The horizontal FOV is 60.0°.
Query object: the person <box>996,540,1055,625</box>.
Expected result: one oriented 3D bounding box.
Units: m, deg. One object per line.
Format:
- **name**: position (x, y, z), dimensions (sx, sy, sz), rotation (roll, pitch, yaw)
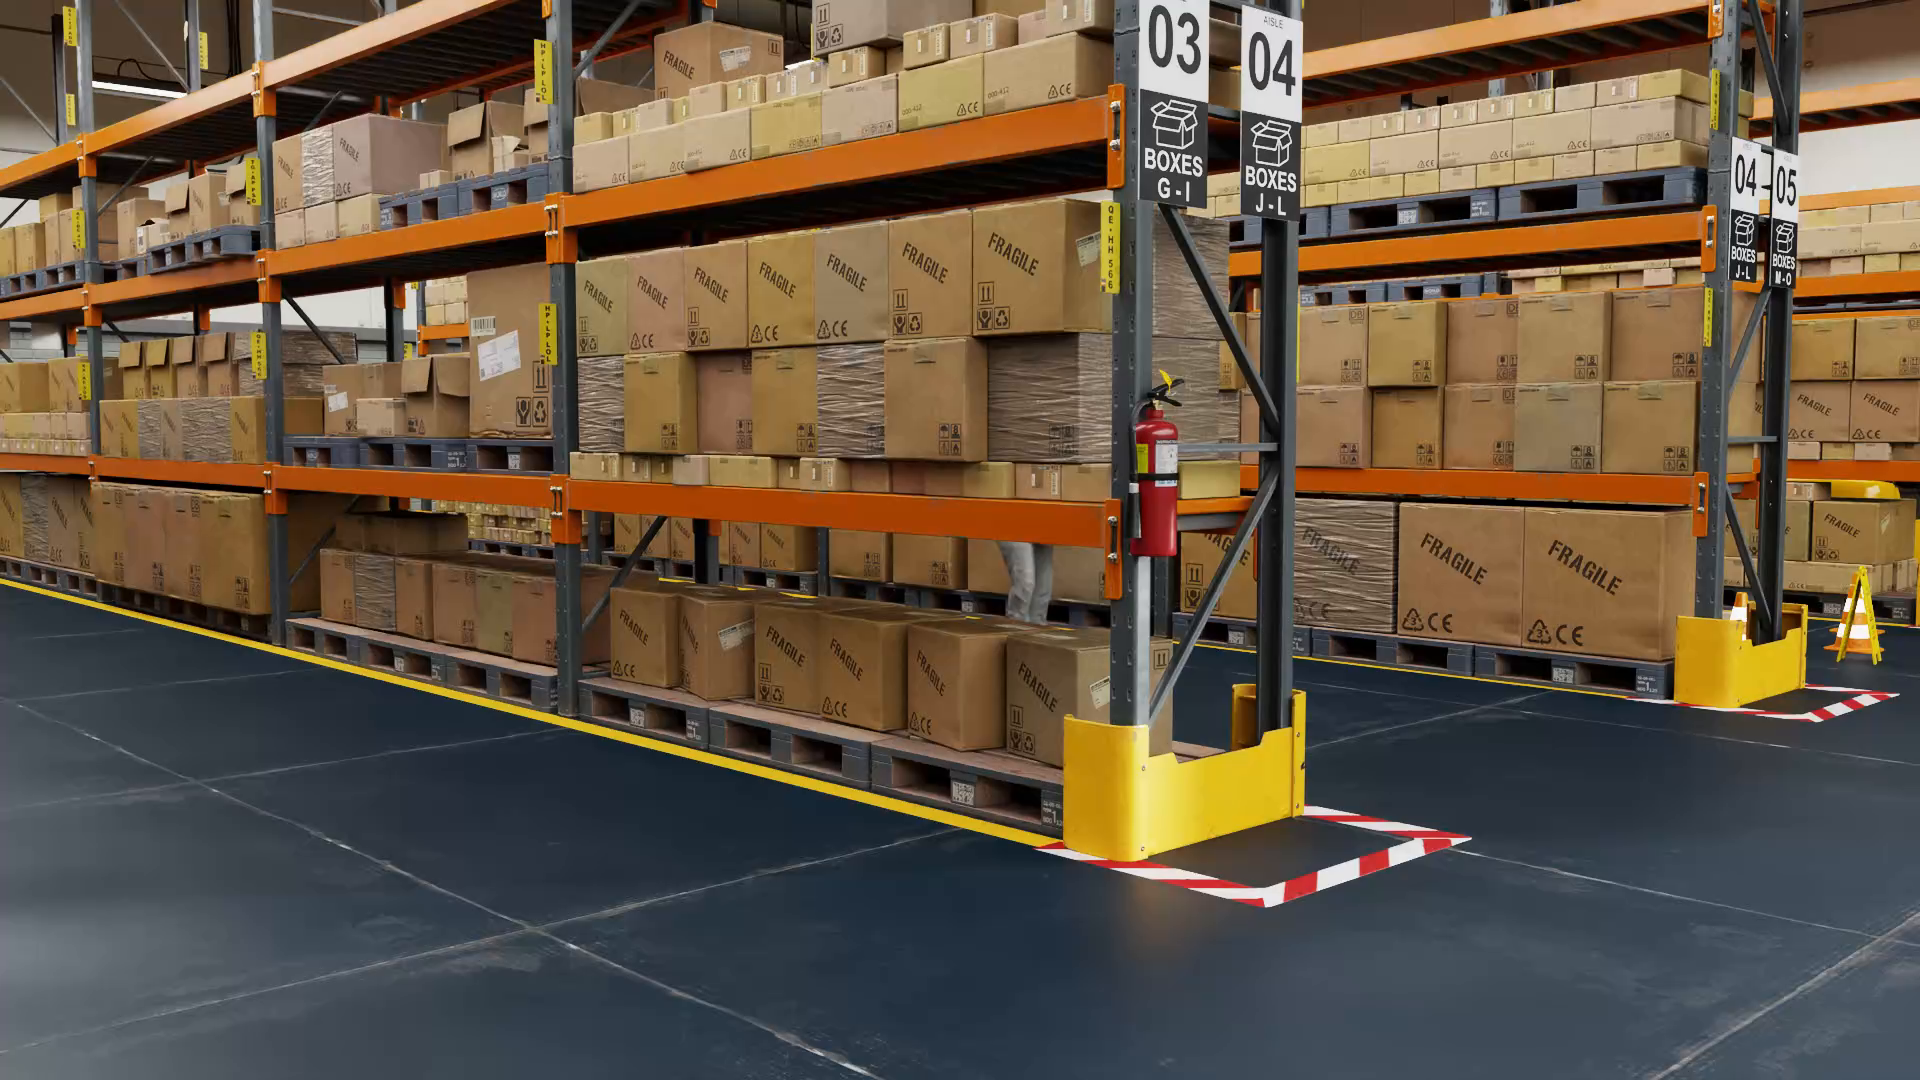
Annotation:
- **person**: position (0.528, -0.048, 11.789), dimensions (0.552, 1.663, 0.452), rotation (3, 5, 35)
